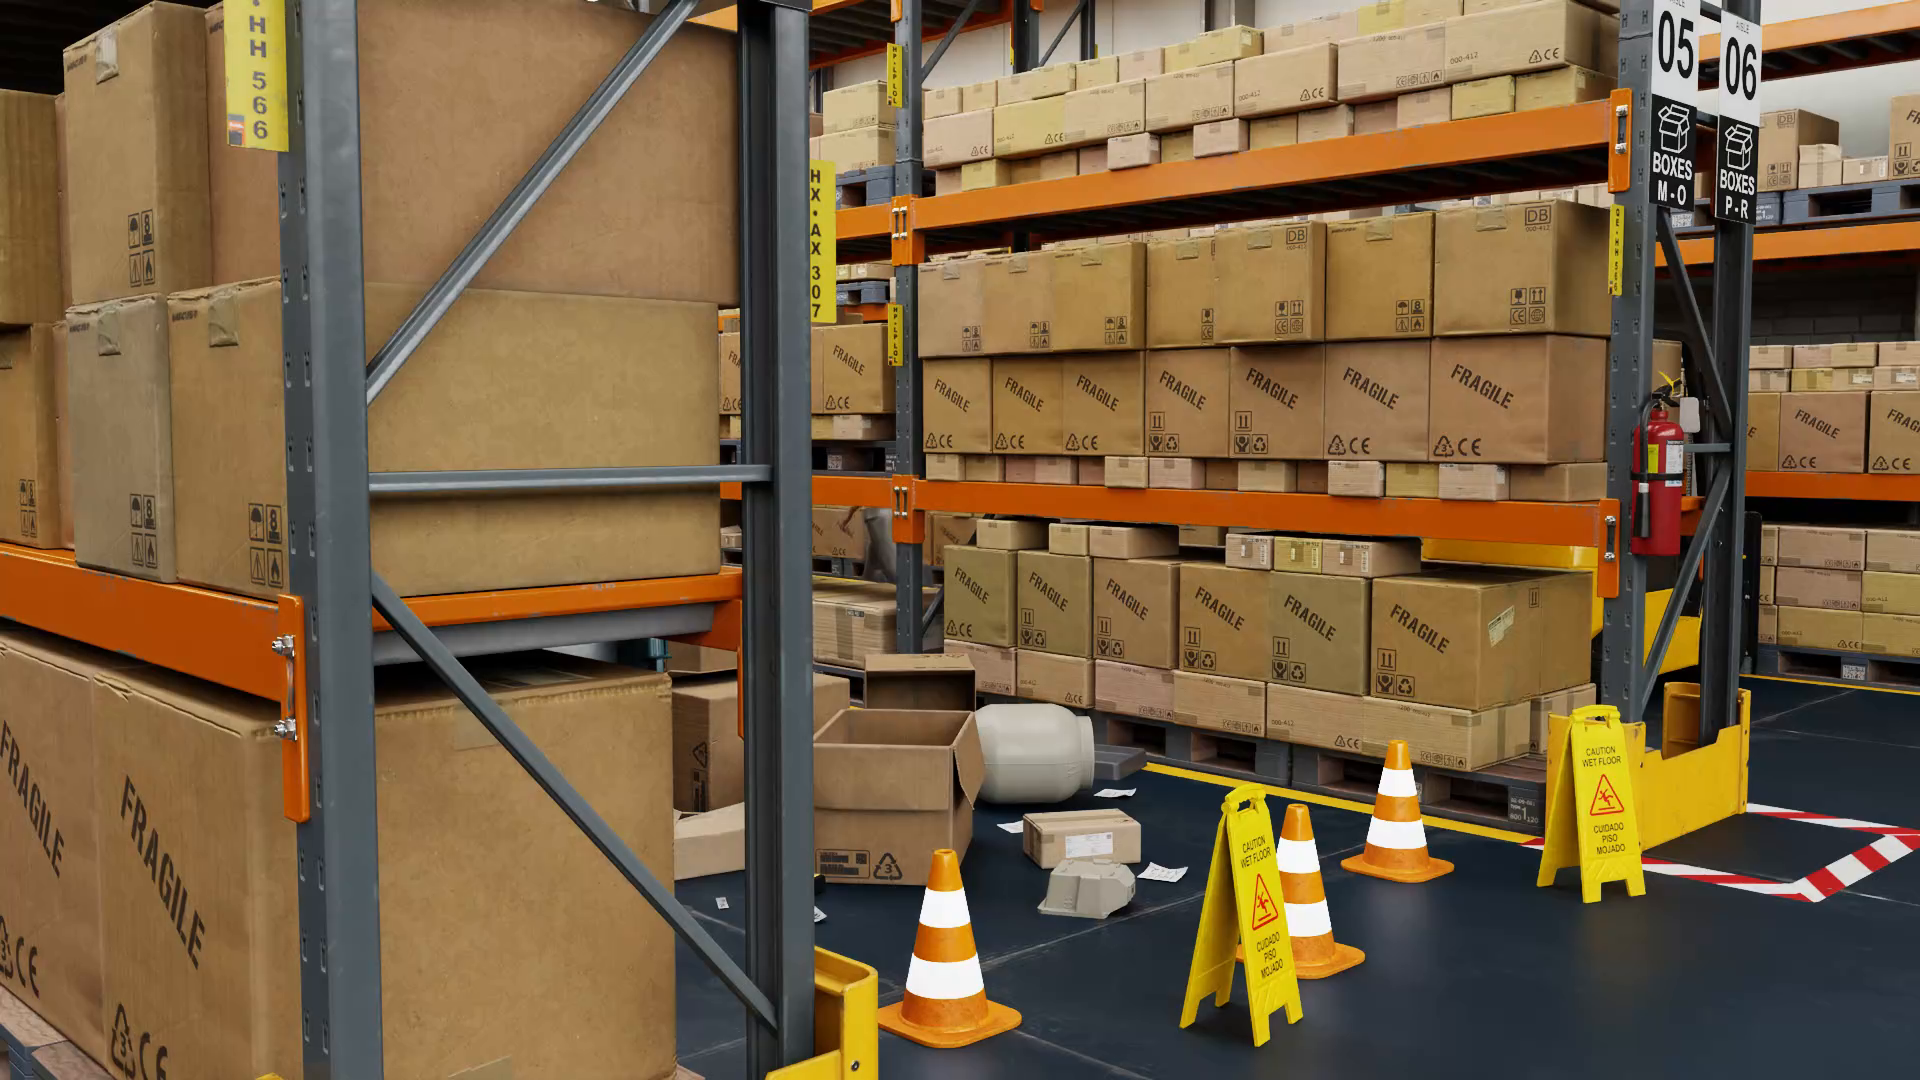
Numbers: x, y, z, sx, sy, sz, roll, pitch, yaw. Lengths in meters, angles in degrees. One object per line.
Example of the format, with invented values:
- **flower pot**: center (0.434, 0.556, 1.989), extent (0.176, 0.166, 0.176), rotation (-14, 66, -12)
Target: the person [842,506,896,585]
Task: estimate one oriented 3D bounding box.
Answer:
- **person**: center (-0.663, -0.165, 13.197), extent (1.029, 1.604, 0.459), rotation (3, 5, 41)
